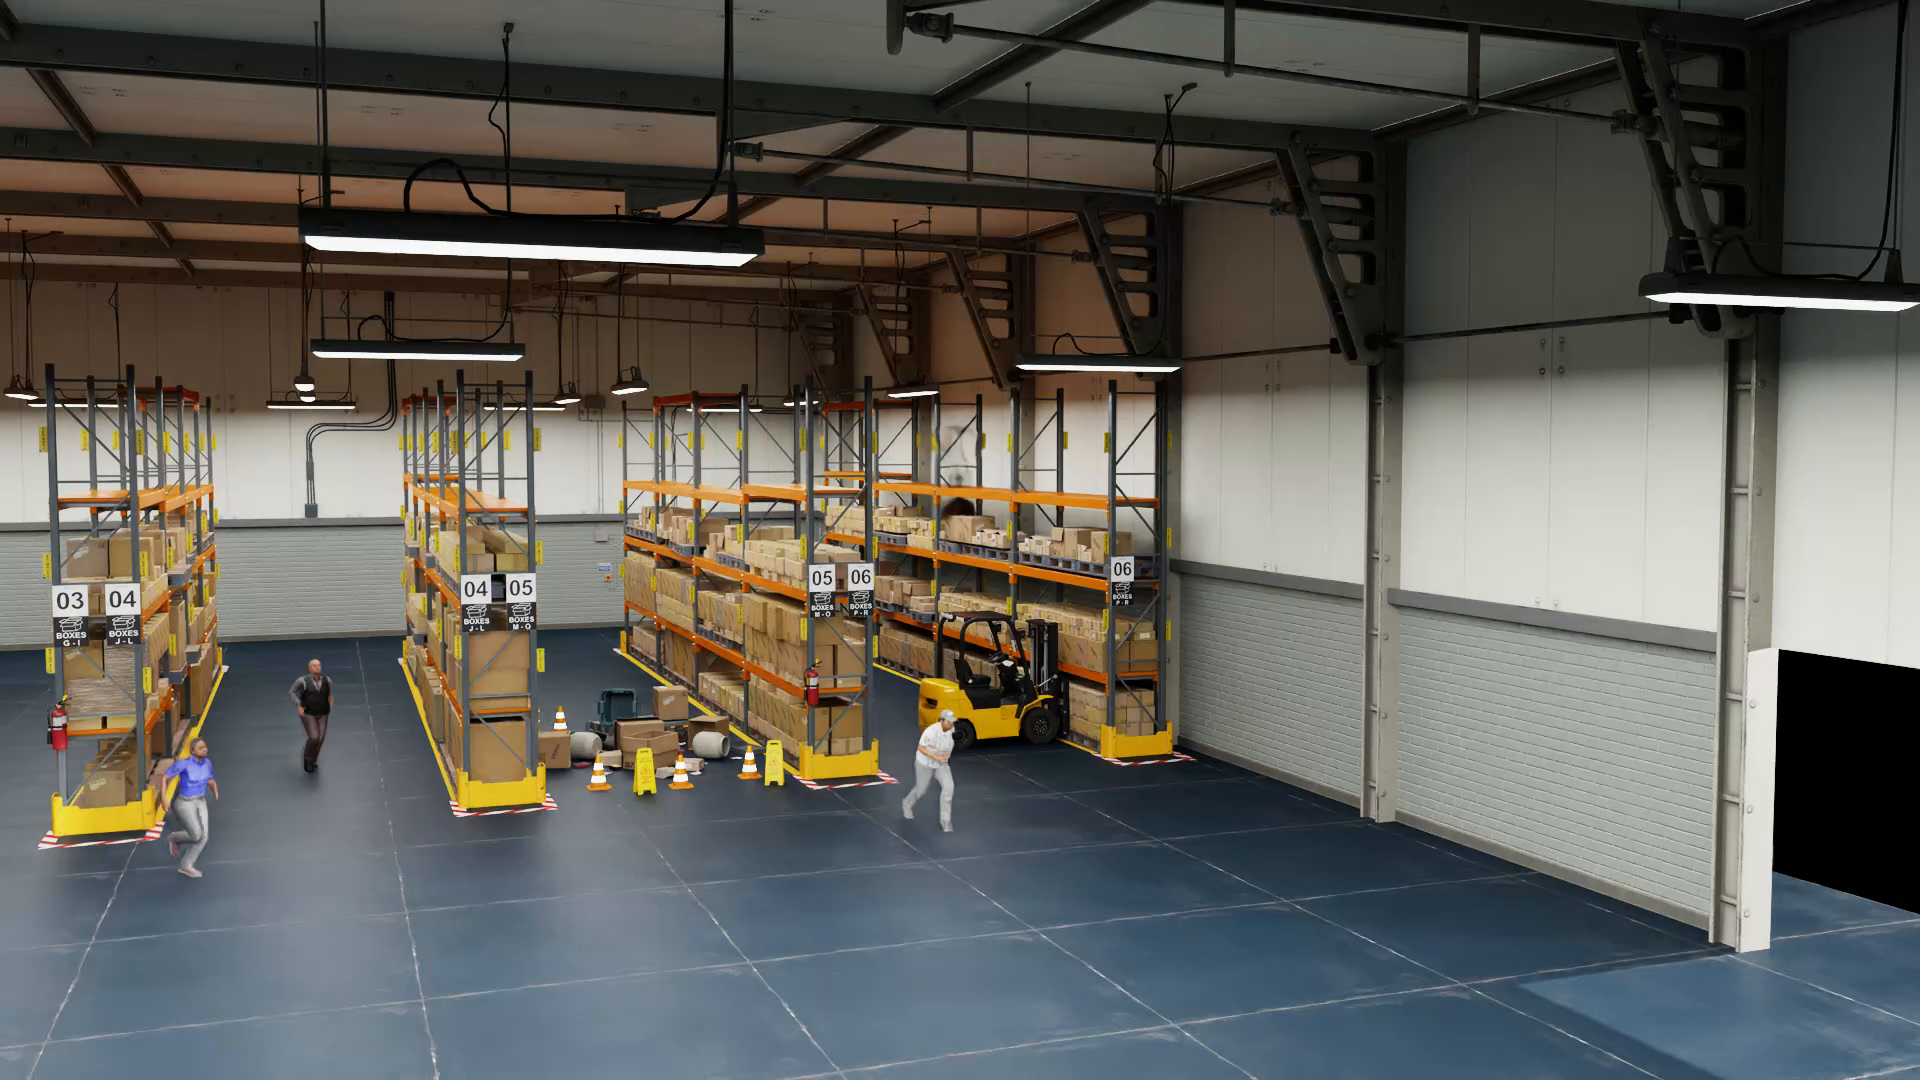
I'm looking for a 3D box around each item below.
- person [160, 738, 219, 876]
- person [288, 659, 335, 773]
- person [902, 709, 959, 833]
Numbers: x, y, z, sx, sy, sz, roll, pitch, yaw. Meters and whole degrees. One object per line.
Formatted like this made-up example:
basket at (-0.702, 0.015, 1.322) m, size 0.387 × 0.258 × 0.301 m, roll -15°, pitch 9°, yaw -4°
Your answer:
person at (-8.885, 3.107, 19.248) m, size 0.647 × 1.583 × 0.615 m, roll 2°, pitch 4°, yaw 25°
person at (-9.788, 2.675, 25.262) m, size 0.634 × 1.717 × 0.696 m, roll -3°, pitch 5°, yaw -45°
person at (-0.379, 2.972, 21.677) m, size 0.647 × 1.628 × 1.033 m, roll -3°, pitch 5°, yaw -44°
